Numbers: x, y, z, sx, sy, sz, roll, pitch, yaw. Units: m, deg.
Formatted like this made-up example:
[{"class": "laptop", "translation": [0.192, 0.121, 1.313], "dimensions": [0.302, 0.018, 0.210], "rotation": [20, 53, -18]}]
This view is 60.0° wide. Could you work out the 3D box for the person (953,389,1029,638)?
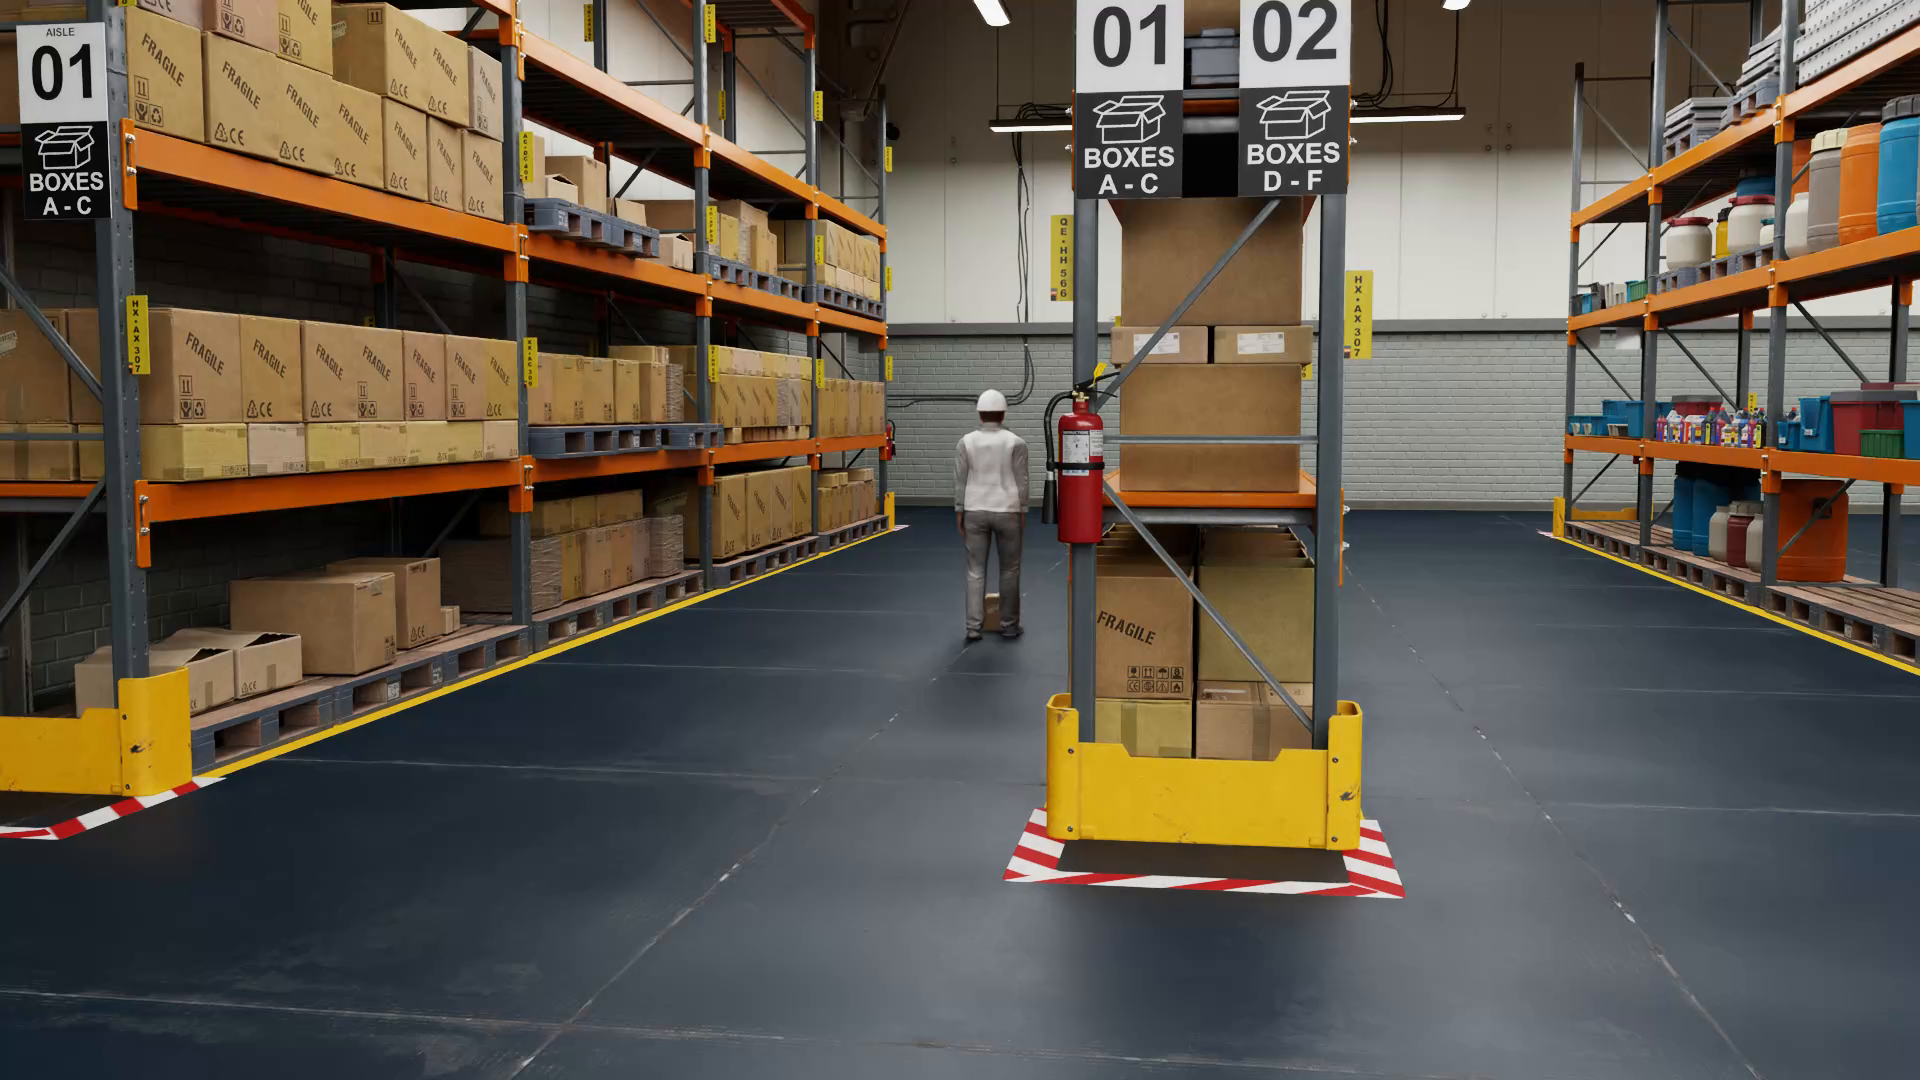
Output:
[{"class": "person", "translation": [0.231, -0.179, 11.869], "dimensions": [0.539, 1.785, 0.519], "rotation": [1, 4, 10]}]
